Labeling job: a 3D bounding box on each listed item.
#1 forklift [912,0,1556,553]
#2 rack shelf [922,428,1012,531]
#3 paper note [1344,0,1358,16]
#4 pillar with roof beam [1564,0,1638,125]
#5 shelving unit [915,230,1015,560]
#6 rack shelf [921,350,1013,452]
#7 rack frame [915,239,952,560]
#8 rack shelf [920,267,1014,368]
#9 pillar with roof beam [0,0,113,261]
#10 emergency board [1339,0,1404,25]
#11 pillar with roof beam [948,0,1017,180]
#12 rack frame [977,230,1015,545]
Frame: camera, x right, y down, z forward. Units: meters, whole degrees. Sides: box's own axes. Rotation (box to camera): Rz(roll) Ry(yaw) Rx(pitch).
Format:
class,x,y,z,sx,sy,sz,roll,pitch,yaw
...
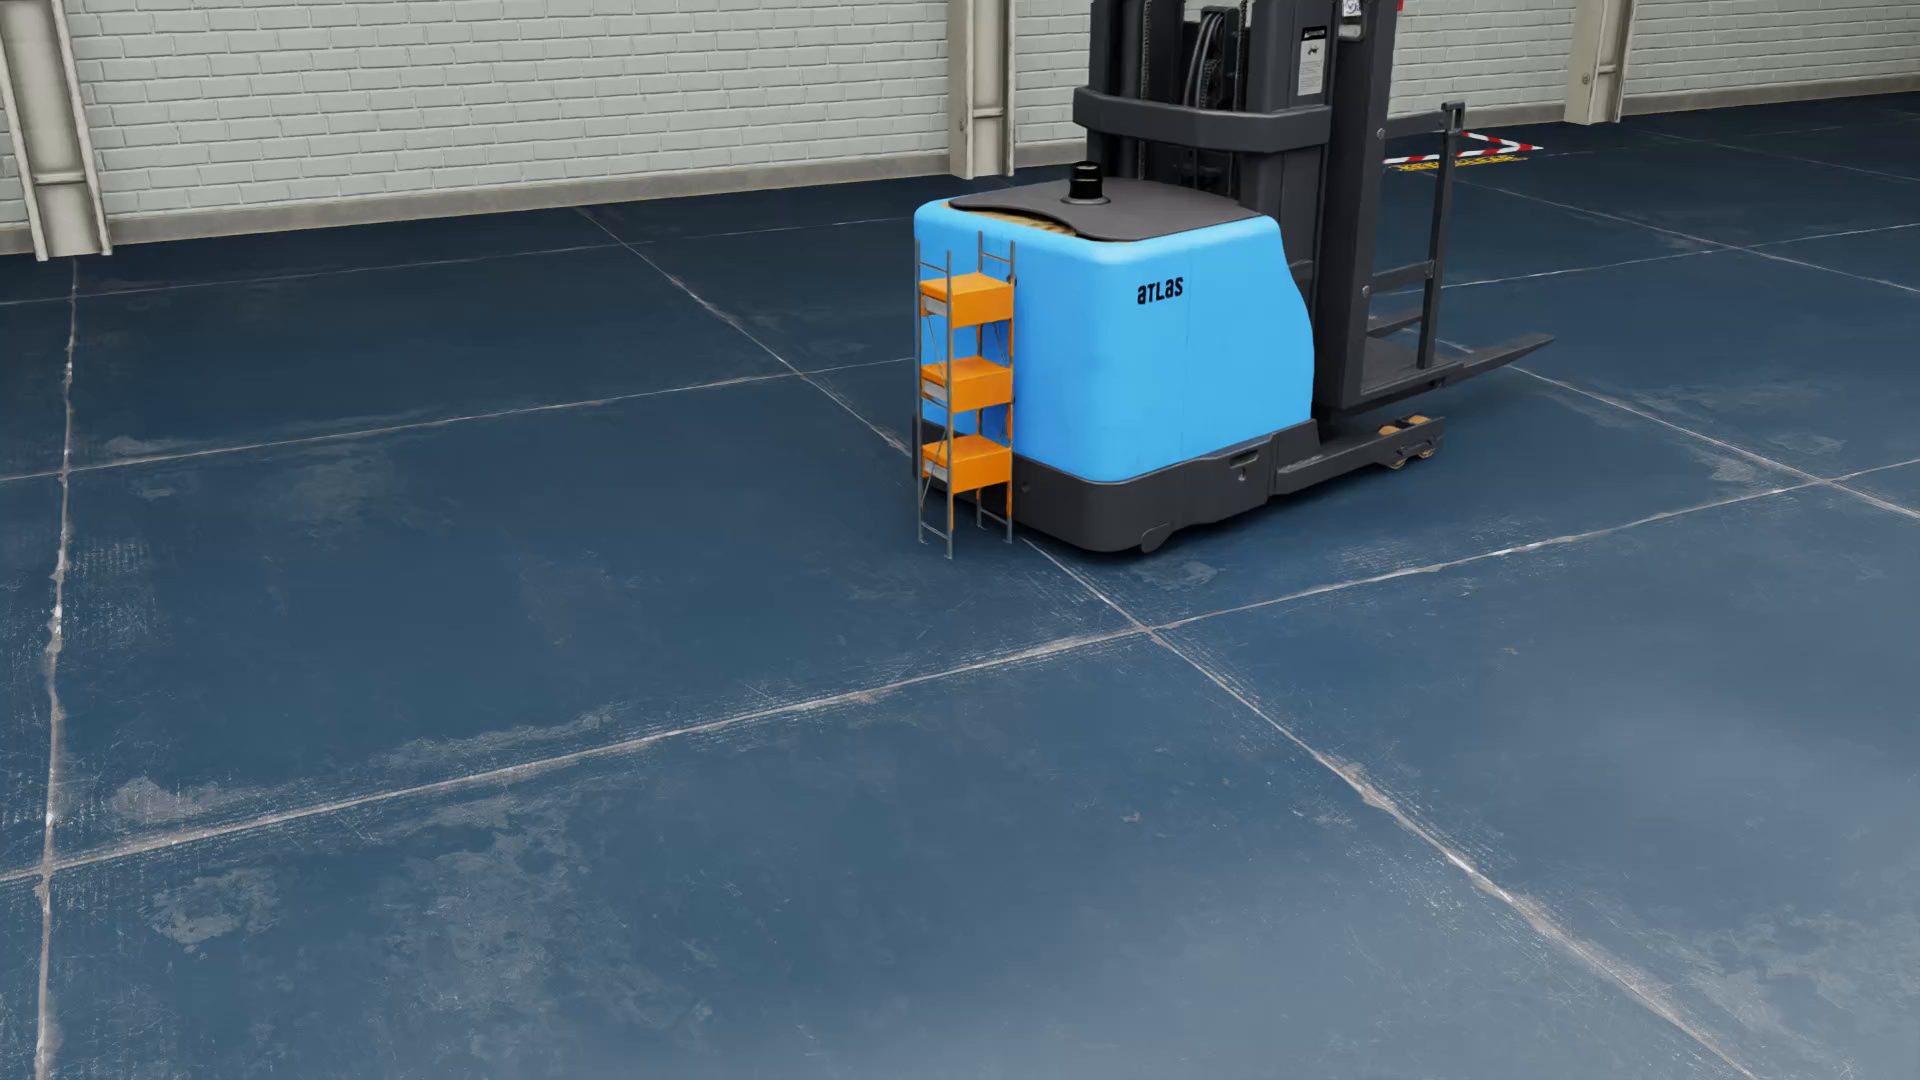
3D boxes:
class,x,y,z,sx,sy,sz,roll,pitch,yaw
forklift,1.267,-1.762,6.174,3.031,2.935,1.130,-18,29,-37
rack shelf,0.016,-0.208,5.634,0.240,0.259,0.215,-14,26,-31
paper note,3.131,-4.271,13.299,0.142,0.148,0.016,-10,25,-24
pillar with roof beam,7.431,-6.369,9.371,0.400,9.000,9.100,-10,25,-24
shelving unit,0.016,-0.475,5.524,0.252,1.050,0.215,-14,26,-31
rack shelf,0.016,-0.465,5.528,0.240,0.259,0.215,-14,26,-31
rack frame,-0.085,-0.449,5.462,0.008,1.050,0.200,-14,26,-31
rack shelf,0.016,-0.727,5.419,0.240,0.259,0.215,-14,26,-31
pillar with roof beam,-3.382,-4.378,4.562,0.400,9.000,9.100,-10,25,-24
emergency board,3.320,-4.684,13.144,0.643,1.169,0.194,-10,25,-24
pillar with roof beam,2.024,-5.374,6.966,0.400,9.000,9.100,-10,25,-24
rack frame,0.118,-0.500,5.586,0.008,1.050,0.200,-14,26,-31
